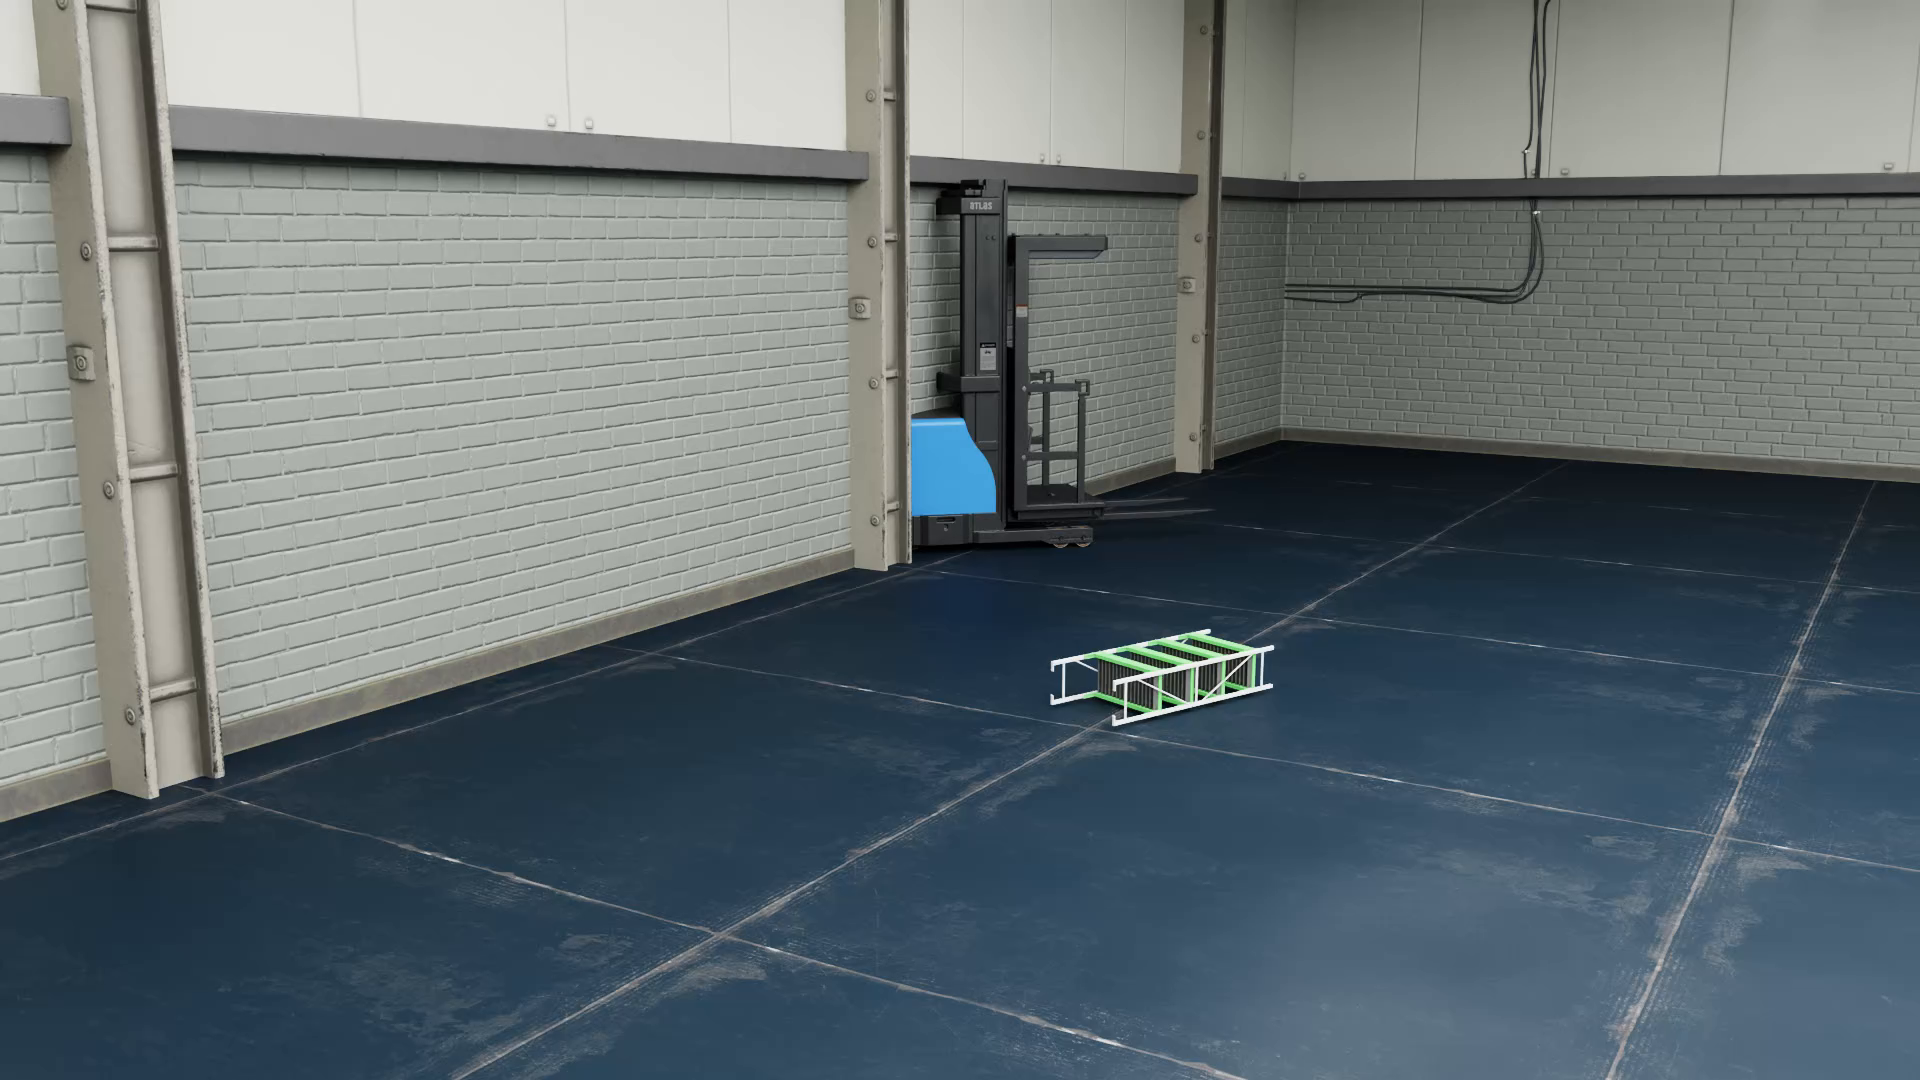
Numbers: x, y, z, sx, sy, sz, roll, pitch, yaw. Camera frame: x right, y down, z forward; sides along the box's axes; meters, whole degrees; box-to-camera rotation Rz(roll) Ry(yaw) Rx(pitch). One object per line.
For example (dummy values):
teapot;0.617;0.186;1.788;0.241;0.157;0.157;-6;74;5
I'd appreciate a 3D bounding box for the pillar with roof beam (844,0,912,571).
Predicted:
pillar with roof beam;3.074;-3.821;9.825;9.100;9.000;0.400;6;12;31

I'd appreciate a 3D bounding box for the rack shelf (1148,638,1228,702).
rack shelf;1.259;0.720;9.224;0.148;0.258;0.480;-8;13;-37

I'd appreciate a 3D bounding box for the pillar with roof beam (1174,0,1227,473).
pillar with roof beam;6.189;-4.765;14.865;9.100;9.000;0.400;6;12;31

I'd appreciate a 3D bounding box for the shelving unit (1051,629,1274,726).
shelving unit;1.119;0.740;9.119;1.200;0.258;0.503;-8;13;-37

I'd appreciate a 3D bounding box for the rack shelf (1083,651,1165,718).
rack shelf;0.878;0.774;8.937;0.148;0.258;0.480;-8;13;-37

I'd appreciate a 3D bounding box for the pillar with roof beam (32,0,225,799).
pillar with roof beam;-0.041;-2.878;4.784;9.100;9.000;0.400;6;12;31

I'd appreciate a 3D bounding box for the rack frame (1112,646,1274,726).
rack frame;1.267;0.775;8.928;1.200;0.240;0.015;-8;13;-37

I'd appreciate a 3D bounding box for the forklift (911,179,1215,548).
forklift;0.606;-1.468;13.745;3.031;2.935;1.130;-3;11;-14

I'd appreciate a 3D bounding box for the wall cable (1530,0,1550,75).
wall cable;7.482;-6.211;17.303;3.097;2.526;0.112;6;12;31

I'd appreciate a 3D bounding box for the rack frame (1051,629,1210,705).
rack frame;0.970;0.704;9.309;1.200;0.240;0.015;-8;13;-37

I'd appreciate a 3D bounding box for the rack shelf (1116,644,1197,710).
rack shelf;1.068;0.747;9.080;0.148;0.258;0.480;-8;13;-37

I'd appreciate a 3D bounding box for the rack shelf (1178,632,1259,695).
rack shelf;1.449;0.693;9.368;0.148;0.258;0.480;-8;13;-37

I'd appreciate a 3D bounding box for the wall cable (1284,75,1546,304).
wall cable;5.170;-3.987;19.148;3.097;2.526;0.112;6;12;31
